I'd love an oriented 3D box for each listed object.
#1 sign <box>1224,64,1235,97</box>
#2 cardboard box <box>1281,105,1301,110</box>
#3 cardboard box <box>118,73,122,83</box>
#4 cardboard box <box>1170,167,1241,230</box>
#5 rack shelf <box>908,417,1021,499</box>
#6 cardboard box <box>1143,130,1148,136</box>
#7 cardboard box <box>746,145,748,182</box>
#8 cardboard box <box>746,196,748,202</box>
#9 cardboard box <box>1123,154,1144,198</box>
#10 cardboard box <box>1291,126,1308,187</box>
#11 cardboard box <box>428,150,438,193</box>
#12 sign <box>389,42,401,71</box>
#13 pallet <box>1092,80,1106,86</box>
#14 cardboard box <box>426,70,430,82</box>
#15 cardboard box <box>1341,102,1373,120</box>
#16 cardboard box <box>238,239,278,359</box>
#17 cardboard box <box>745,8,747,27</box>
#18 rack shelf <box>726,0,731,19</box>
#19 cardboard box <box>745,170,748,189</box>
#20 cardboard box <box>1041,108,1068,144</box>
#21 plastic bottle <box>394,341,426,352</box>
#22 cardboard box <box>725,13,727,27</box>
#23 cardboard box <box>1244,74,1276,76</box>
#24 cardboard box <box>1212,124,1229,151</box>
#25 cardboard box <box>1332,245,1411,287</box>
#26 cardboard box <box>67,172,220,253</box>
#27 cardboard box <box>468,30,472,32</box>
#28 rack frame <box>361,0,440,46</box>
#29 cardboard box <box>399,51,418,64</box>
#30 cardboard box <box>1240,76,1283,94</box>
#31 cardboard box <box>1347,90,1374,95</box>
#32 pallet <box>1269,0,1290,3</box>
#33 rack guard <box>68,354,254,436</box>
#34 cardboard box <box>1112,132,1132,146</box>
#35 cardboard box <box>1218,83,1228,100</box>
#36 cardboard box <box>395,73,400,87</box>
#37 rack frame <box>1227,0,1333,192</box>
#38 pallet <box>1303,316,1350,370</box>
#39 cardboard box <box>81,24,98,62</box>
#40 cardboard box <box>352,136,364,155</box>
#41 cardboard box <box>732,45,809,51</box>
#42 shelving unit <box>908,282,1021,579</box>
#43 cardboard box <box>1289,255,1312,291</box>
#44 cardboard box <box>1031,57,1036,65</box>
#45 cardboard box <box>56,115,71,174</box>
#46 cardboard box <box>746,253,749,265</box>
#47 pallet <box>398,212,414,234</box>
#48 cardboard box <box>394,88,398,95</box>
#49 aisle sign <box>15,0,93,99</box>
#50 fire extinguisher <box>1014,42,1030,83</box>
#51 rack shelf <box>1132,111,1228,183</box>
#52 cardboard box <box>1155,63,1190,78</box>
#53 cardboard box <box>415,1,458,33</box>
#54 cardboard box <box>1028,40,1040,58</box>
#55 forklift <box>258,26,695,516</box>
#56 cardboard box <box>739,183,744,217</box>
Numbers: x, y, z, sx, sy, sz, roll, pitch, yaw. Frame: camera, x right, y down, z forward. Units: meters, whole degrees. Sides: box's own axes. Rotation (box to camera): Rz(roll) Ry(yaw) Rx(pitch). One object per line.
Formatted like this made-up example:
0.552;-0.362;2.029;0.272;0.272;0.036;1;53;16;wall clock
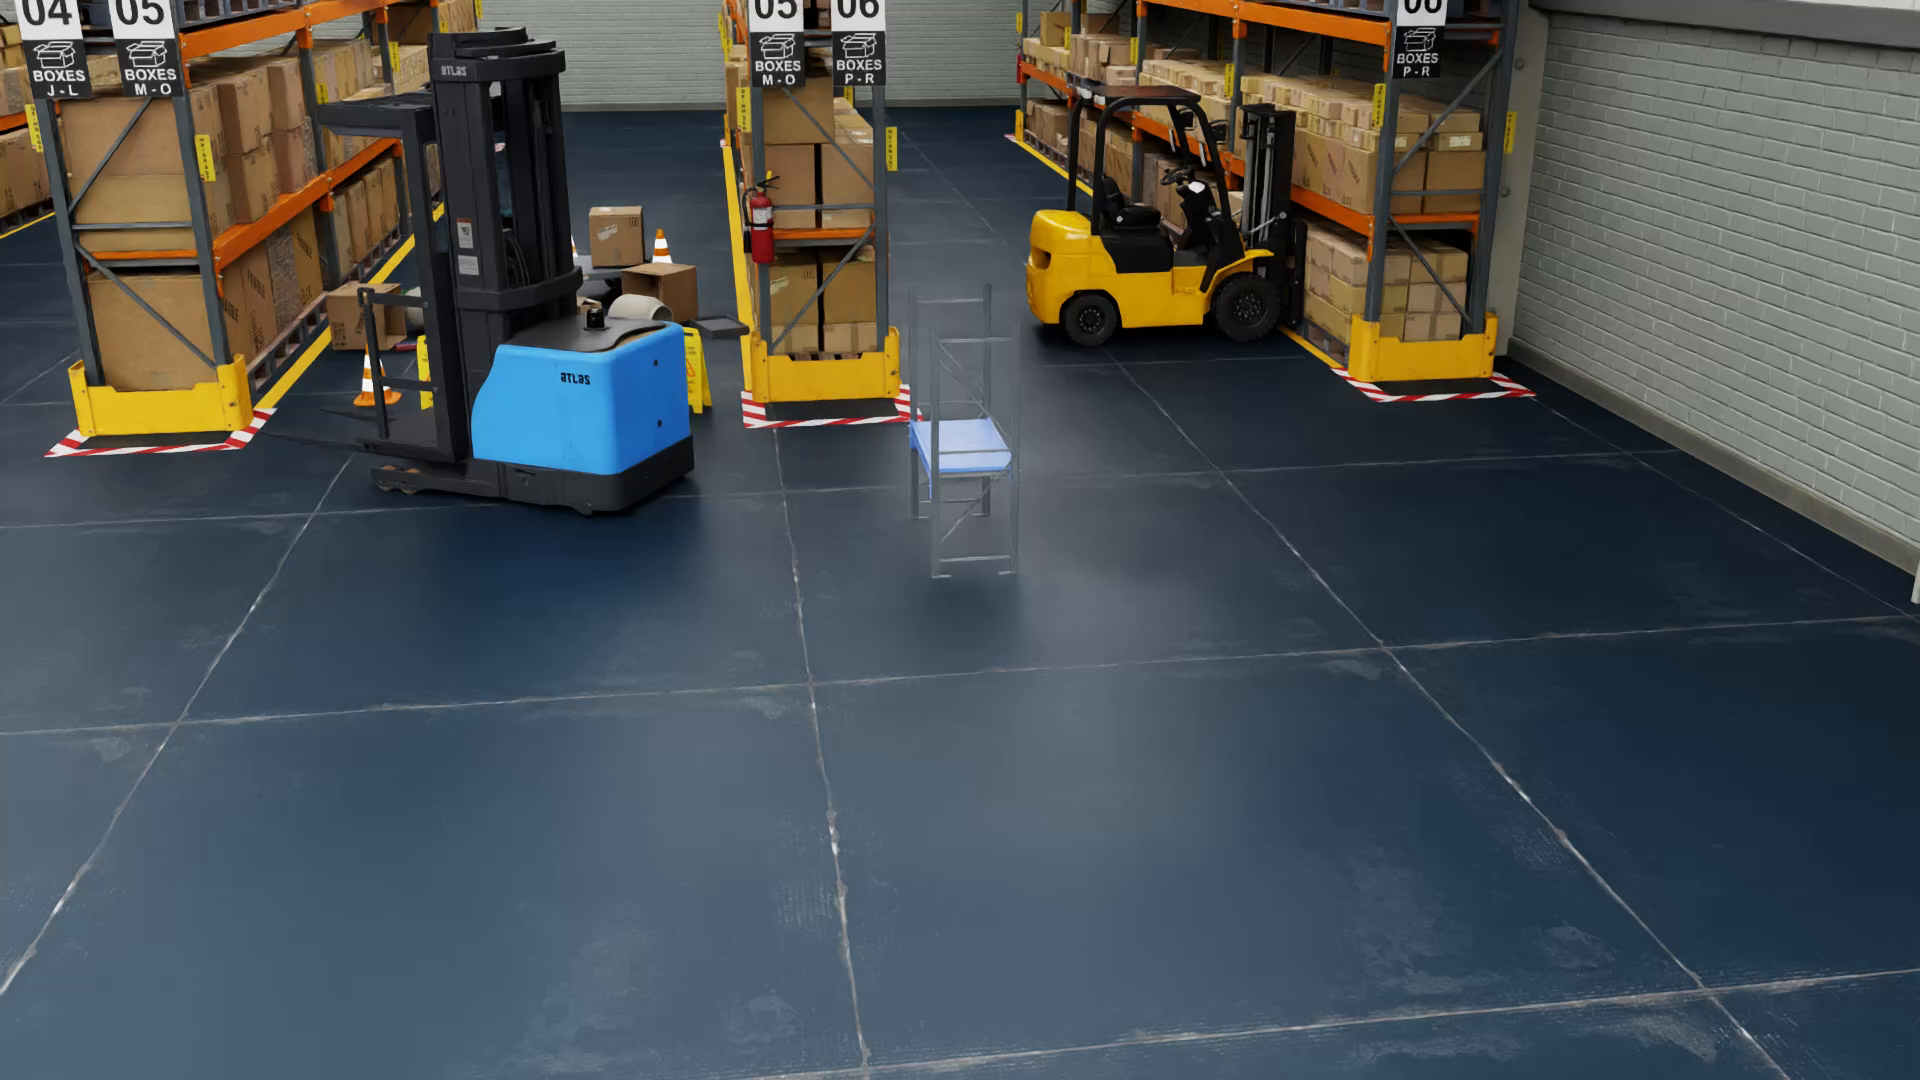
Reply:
2.734;-4.659;16.860;0.100;0.325;0.005;-3;21;-8;sign
3.211;-3.966;15.479;0.380;0.149;0.250;-4;21;-9;cardboard box
-12.581;-6.834;24.585;0.380;0.149;0.250;-3;21;-7;cardboard box
2.969;-3.978;19.372;0.875;0.625;0.625;-4;21;-10;cardboard box
0.012;-0.505;9.938;0.538;0.185;1.000;-3;21;-8;rack shelf
2.687;-5.540;22.807;0.380;0.149;0.250;-3;21;-7;cardboard box
-1.552;-3.255;14.075;0.500;0.500;0.500;-3;21;-8;cardboard box
-1.865;-3.232;15.913;0.380;0.149;0.250;-3;21;-7;cardboard box
2.419;-4.730;21.566;0.500;0.500;0.500;-2;21;-6;cardboard box
3.292;-3.534;15.248;0.500;0.500;0.500;-3;21;-7;cardboard box
-7.179;-4.844;21.872;0.500;0.500;0.500;-3;21;-9;cardboard box
-6.553;-5.604;19.279;0.100;0.325;0.005;-3;21;-8;sign
2.408;-6.152;22.675;1.003;0.211;1.213;-3;21;-8;pallet
-7.387;-6.279;22.500;0.380;0.149;0.250;-3;21;-7;cardboard box
3.493;-3.665;14.248;0.380;0.149;0.250;-3;21;-7;cardboard box
-6.241;-2.000;13.721;0.875;0.875;0.875;-3;21;-9;cardboard box
-1.462;-4.029;12.788;0.380;0.149;0.250;-3;21;-7;cardboard box
-2.507;-7.078;21.621;1.077;0.370;4.000;-3;21;-8;rack shelf
-1.739;-3.246;14.979;0.380;0.149;0.250;-3;21;-7;cardboard box
1.596;-6.662;26.738;0.500;0.500;0.500;-3;21;-7;cardboard box
-4.858;-1.719;14.733;0.283;0.061;0.133;-11;23;-26;plastic bottle
-3.136;-7.367;24.081;0.500;0.500;0.500;-3;21;-8;cardboard box
3.300;-5.111;18.544;0.380;0.149;0.250;-3;21;-8;cardboard box
2.938;-4.275;17.589;0.500;0.250;0.500;-2;21;-7;cardboard box
3.471;-2.320;14.041;0.500;0.250;0.500;-2;21;-6;cardboard box
-6.047;-2.459;12.299;0.875;0.550;0.550;-3;21;-8;cardboard box
-7.867;-7.667;25.890;0.500;0.500;0.500;-3;21;-9;cardboard box
-7.679;-6.418;23.111;1.000;3.000;0.127;-3;21;-8;rack frame
-7.283;-6.287;21.672;0.380;0.149;0.250;-4;21;-10;cardboard box
3.022;-4.549;16.613;0.380;0.149;0.250;-2;21;-7;cardboard box
3.773;-4.044;15.263;0.380;0.149;0.250;-2;21;-6;cardboard box
3.418;-5.254;15.835;1.003;0.211;1.213;-3;21;-8;pallet
-5.945;-1.083;12.402;1.175;0.500;0.348;-3;21;-8;rack guard
2.277;-5.423;22.494;0.380;0.149;0.250;-3;21;-9;cardboard box
2.945;-4.730;17.524;0.380;0.149;0.250;-3;21;-9;cardboard box
-7.056;-5.614;20.295;0.380;0.149;0.250;-4;21;-9;cardboard box
3.270;-4.184;17.131;1.000;3.000;0.127;-3;21;-8;rack frame
3.694;-1.755;14.614;1.003;0.211;1.213;-3;21;-8;pallet
-12.481;-6.972;23.314;0.500;0.500;0.500;-3;21;-8;cardboard box
-6.478;-4.238;17.134;0.500;0.500;0.500;-3;21;-8;cardboard box
-1.793;-4.424;15.776;0.700;0.500;0.500;-3;21;-8;cardboard box
0.012;-0.673;9.875;0.538;1.500;1.048;-3;21;-8;shelving unit
3.310;-2.446;15.094;0.500;0.250;0.500;-3;21;-9;cardboard box
1.398;-8.008;27.728;0.380;0.149;0.250;-2;21;-6;cardboard box
-12.489;-5.183;22.243;1.225;0.875;0.875;-3;21;-8;cardboard box
-1.824;-2.974;16.150;0.500;0.500;0.500;-2;21;-5;cardboard box
-7.213;-3.997;20.616;1.003;0.211;1.213;-3;21;-8;pallet
-7.005;-5.370;20.065;0.380;0.149;0.250;-2;21;-5;cardboard box
-6.236;-3.441;11.426;0.394;0.787;0.004;-3;21;-8;aisle sign
1.061;-8.155;28.408;0.296;0.674;0.183;-3;21;-8;fire extinguisher
2.981;-4.539;19.111;1.077;0.370;4.000;-3;21;-8;rack shelf
2.550;-5.614;19.891;0.380;0.149;0.250;-2;21;-6;cardboard box
-7.634;-7.595;24.268;0.500;0.500;0.500;-3;21;-7;cardboard box
1.411;-8.063;27.305;0.500;0.250;0.500;-3;21;-7;cardboard box
-3.378;-1.839;10.950;3.031;2.935;1.130;8;22;20;forklift
-2.147;-4.087;20.027;0.950;0.372;0.625;-4;21;-11;cardboard box
